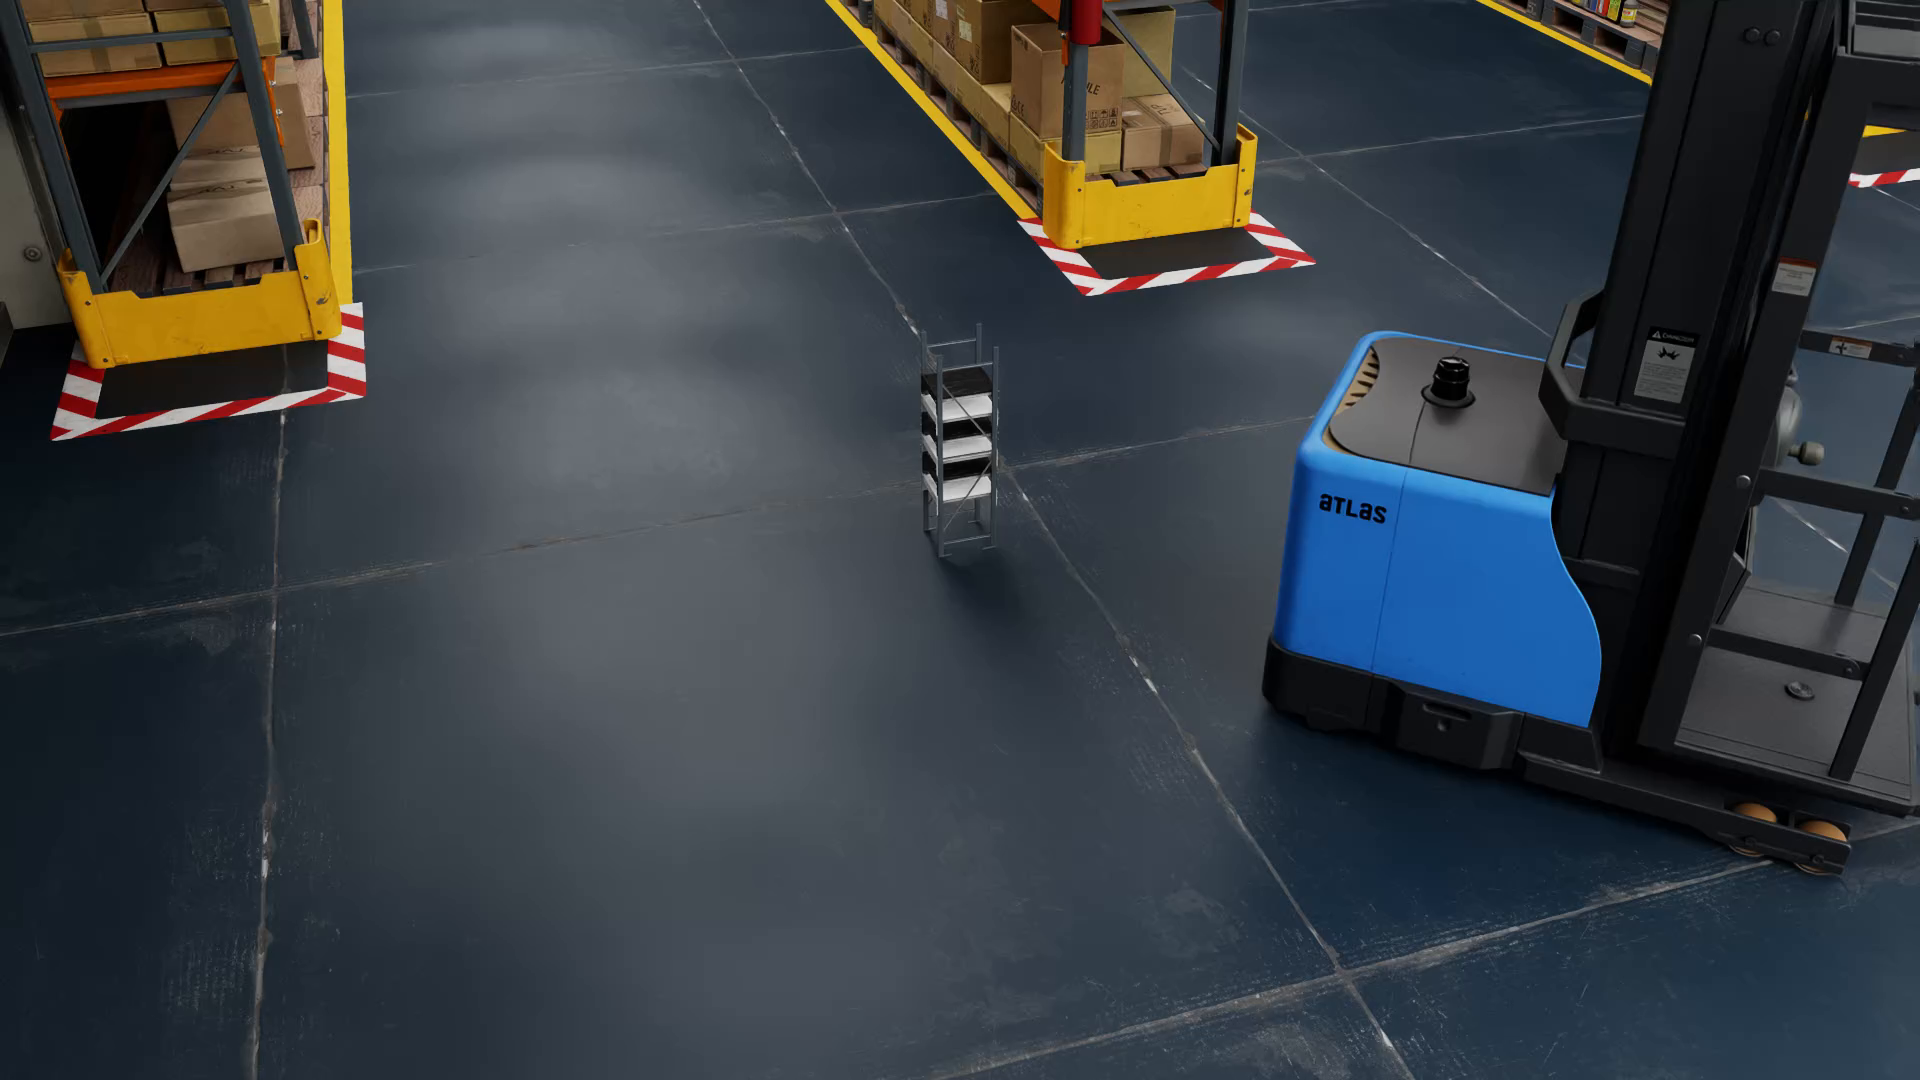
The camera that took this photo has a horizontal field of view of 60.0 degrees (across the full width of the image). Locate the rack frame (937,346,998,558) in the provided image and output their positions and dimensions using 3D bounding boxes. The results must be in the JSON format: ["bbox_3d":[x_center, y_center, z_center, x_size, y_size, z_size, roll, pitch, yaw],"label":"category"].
[{"bbox_3d":[0.029,-0.326,6.428,0.240,0.900,0.006,-10,35,-15],"label":"rack frame"}]

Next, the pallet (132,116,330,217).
[{"bbox_3d":[-4.271,-2.162,9.830,1.003,0.211,1.213,-10,35,-15],"label":"pallet"}]

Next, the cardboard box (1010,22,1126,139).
[{"bbox_3d":[0.604,-2.621,9.428,0.500,0.500,0.500,-10,35,-15],"label":"cardboard box"}]

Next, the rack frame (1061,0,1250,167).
[{"bbox_3d":[1.051,-3.048,8.642,1.000,3.000,0.127,-10,35,-15],"label":"rack frame"}]

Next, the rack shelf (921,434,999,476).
[{"bbox_3d":[-0.002,-0.352,6.527,0.258,0.077,0.200,-10,35,-15],"label":"rack shelf"}]

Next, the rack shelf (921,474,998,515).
[{"bbox_3d":[-0.002,-0.202,6.626,0.258,0.077,0.200,-10,35,-15],"label":"rack shelf"}]

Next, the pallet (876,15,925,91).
[{"bbox_3d":[0.034,-3.561,11.947,1.003,0.211,1.213,-10,35,-15],"label":"pallet"}]

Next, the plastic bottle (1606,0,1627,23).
[{"bbox_3d":[4.739,-3.879,11.964,0.061,0.283,0.133,-9,35,-14],"label":"plastic bottle"}]

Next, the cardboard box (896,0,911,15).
[{"bbox_3d":[-0.165,-3.932,11.413,0.500,0.500,0.500,-10,35,-15],"label":"cardboard box"}]

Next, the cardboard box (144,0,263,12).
[{"bbox_3d":[-3.525,-2.773,7.664,0.500,0.500,0.500,-10,35,-15],"label":"cardboard box"}]

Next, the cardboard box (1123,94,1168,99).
[{"bbox_3d":[0.944,-2.657,10.164,0.500,0.250,0.500,-10,35,-15],"label":"cardboard box"}]

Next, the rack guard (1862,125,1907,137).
[{"bbox_3d":[5.702,-2.869,10.638,1.175,0.500,0.348,-10,35,-15],"label":"rack guard"}]

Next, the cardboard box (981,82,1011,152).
[{"bbox_3d":[0.442,-2.569,10.030,0.500,0.250,0.500,-10,35,-15],"label":"cardboard box"}]

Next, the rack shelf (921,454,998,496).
[{"bbox_3d":[-0.002,-0.277,6.576,0.258,0.077,0.200,-10,35,-15],"label":"rack shelf"}]

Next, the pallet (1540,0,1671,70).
[{"bbox_3d":[5.091,-3.815,12.332,1.003,0.211,1.213,-10,35,-15],"label":"pallet"}]

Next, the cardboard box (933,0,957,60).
[{"bbox_3d":[0.134,-3.406,10.617,0.500,0.500,0.500,-10,35,-15],"label":"cardboard box"}]

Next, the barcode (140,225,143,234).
[{"bbox_3d":[-4.177,-1.600,8.482,0.001,0.075,0.075,-10,35,-15],"label":"barcode"}]

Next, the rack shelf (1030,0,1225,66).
[{"bbox_3d":[0.441,-3.798,10.430,1.077,0.370,4.000,-10,35,-15],"label":"rack shelf"}]

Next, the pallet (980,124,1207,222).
[{"bbox_3d":[0.778,-2.280,10.008,1.003,0.211,1.213,-10,35,-15],"label":"pallet"}]

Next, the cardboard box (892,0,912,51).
[{"bbox_3d":[-0.168,-3.619,11.619,0.500,0.250,0.500,-10,35,-15],"label":"cardboard box"}]

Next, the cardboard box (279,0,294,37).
[{"bbox_3d":[-5.126,-3.838,11.705,0.700,0.500,0.500,-9,34,-13],"label":"cardboard box"}]

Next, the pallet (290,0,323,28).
[{"bbox_3d":[-5.500,-4.200,12.915,1.003,0.211,1.213,-10,35,-15],"label":"pallet"}]

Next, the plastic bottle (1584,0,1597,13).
[{"bbox_3d":[4.699,-4.027,12.195,0.152,0.276,0.135,-11,35,-16],"label":"plastic bottle"}]

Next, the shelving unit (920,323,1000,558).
[{"bbox_3d":[-0.002,-0.380,6.508,0.258,0.900,0.210,-10,35,-15],"label":"shelving unit"}]

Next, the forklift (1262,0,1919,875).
[{"bbox_3d":[2.617,-0.517,4.873,3.031,2.935,1.130,14,36,20],"label":"forklift"}]

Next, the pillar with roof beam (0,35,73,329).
[{"bbox_3d":[-0.603,-5.662,7.157,9.100,9.000,0.400,-10,35,-15],"label":"pillar with roof beam"}]

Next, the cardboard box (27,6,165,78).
[{"bbox_3d":[-3.992,-2.372,7.737,0.500,0.250,0.500,-10,35,-14],"label":"cardboard box"}]

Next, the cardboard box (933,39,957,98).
[{"bbox_3d":[0.137,-3.094,10.824,0.500,0.250,0.500,-10,35,-15],"label":"cardboard box"}]

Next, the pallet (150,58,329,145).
[{"bbox_3d":[-4.647,-2.803,10.801,1.003,0.211,1.213,-10,35,-15],"label":"pallet"}]

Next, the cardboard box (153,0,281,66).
[{"bbox_3d":[-3.512,-2.469,7.883,0.500,0.250,0.500,-11,35,-16],"label":"cardboard box"}]

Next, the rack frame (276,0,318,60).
[{"bbox_3d":[-4.885,-4.314,10.557,1.000,3.000,0.127,-10,35,-15],"label":"rack frame"}]

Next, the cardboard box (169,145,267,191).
[{"bbox_3d":[-3.964,-1.953,9.024,0.500,0.311,0.500,-7,34,-11],"label":"cardboard box"}]
